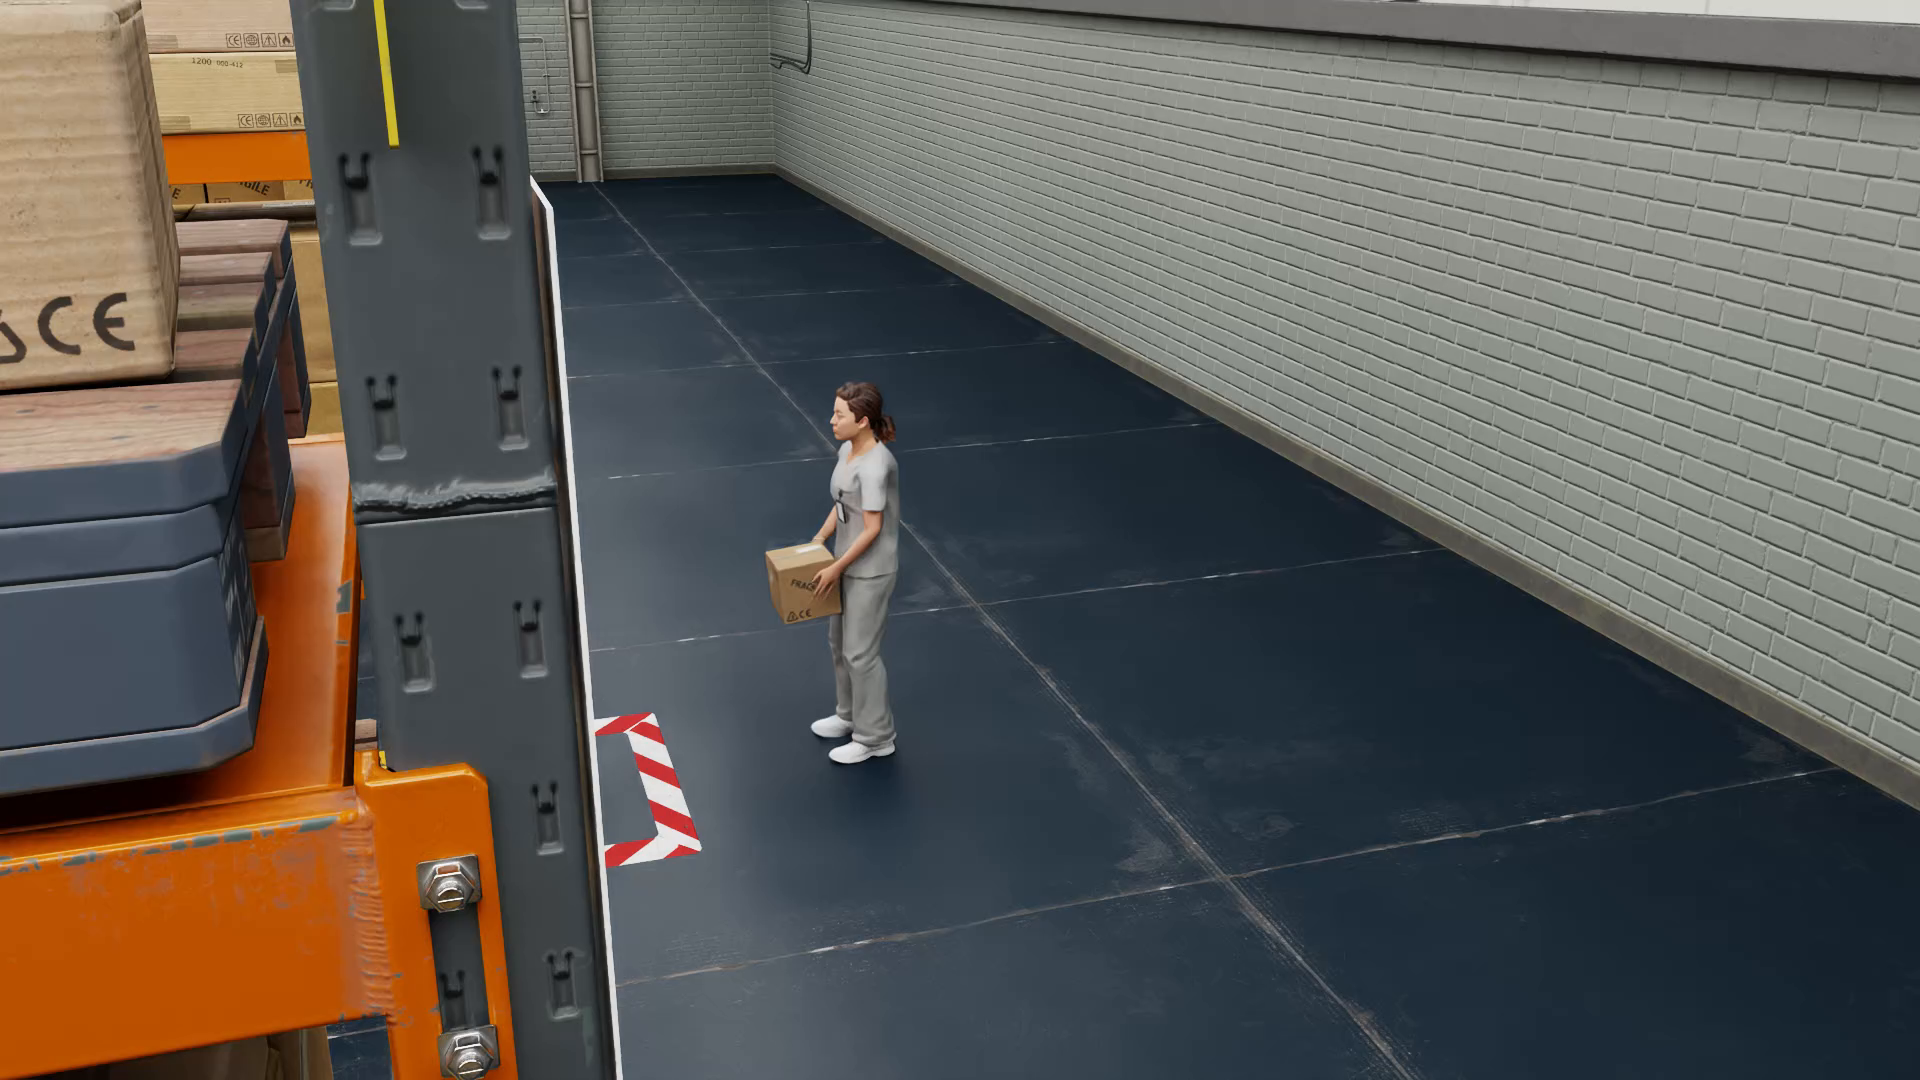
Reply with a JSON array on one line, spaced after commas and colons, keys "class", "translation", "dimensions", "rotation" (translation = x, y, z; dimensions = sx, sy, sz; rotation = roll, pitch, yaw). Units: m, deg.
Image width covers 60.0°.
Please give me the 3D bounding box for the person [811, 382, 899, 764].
[{"class": "person", "translation": [-0.461, 0.136, 7.177], "dimensions": [0.429, 1.676, 0.466], "rotation": [-7, 20, -18]}]
